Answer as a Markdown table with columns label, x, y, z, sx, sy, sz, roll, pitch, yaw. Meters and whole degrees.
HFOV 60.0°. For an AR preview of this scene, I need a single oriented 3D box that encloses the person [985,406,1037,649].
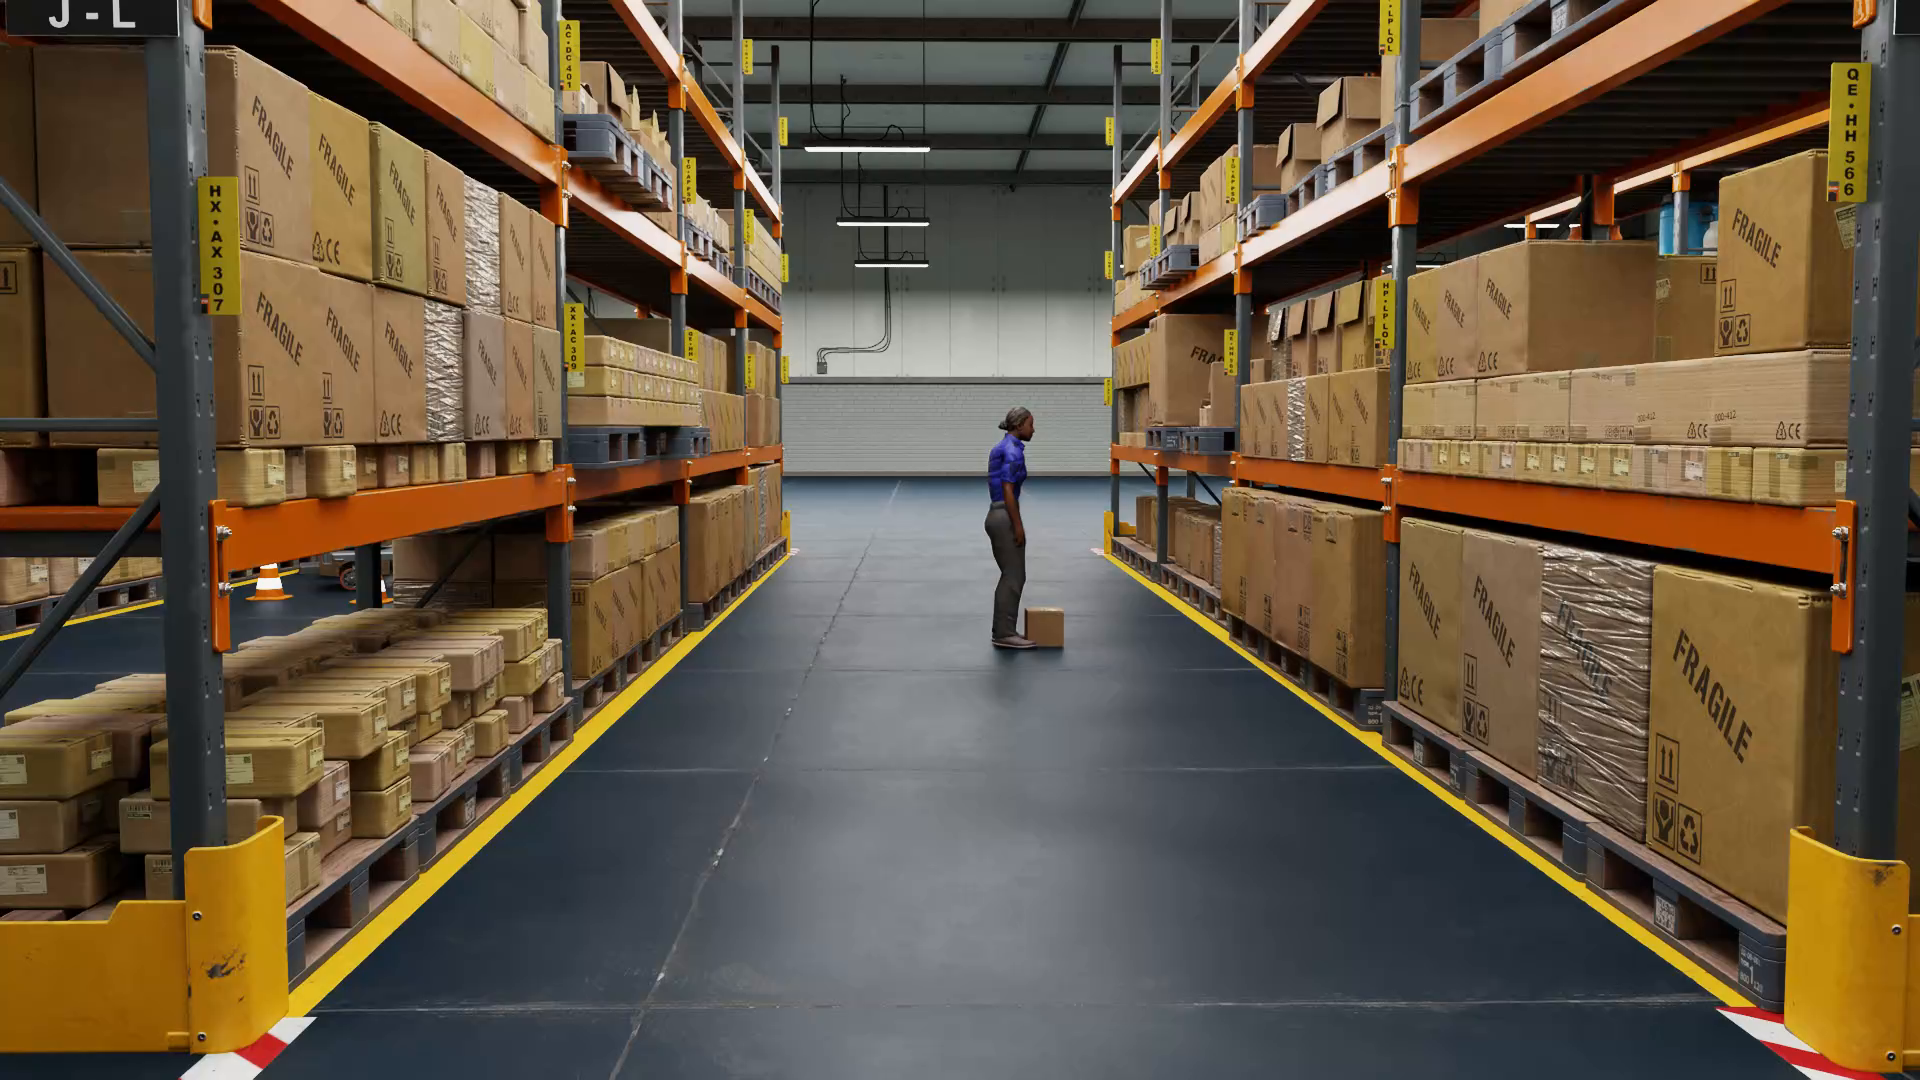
| label | x | y | z | sx | sy | sz | roll | pitch | yaw |
| --- | --- | --- | --- | --- | --- | --- | --- | --- | --- |
| person | 0.349 | -0.097 | 11.473 | 0.347 | 1.655 | 0.532 | 0 | 4 | -4 |
